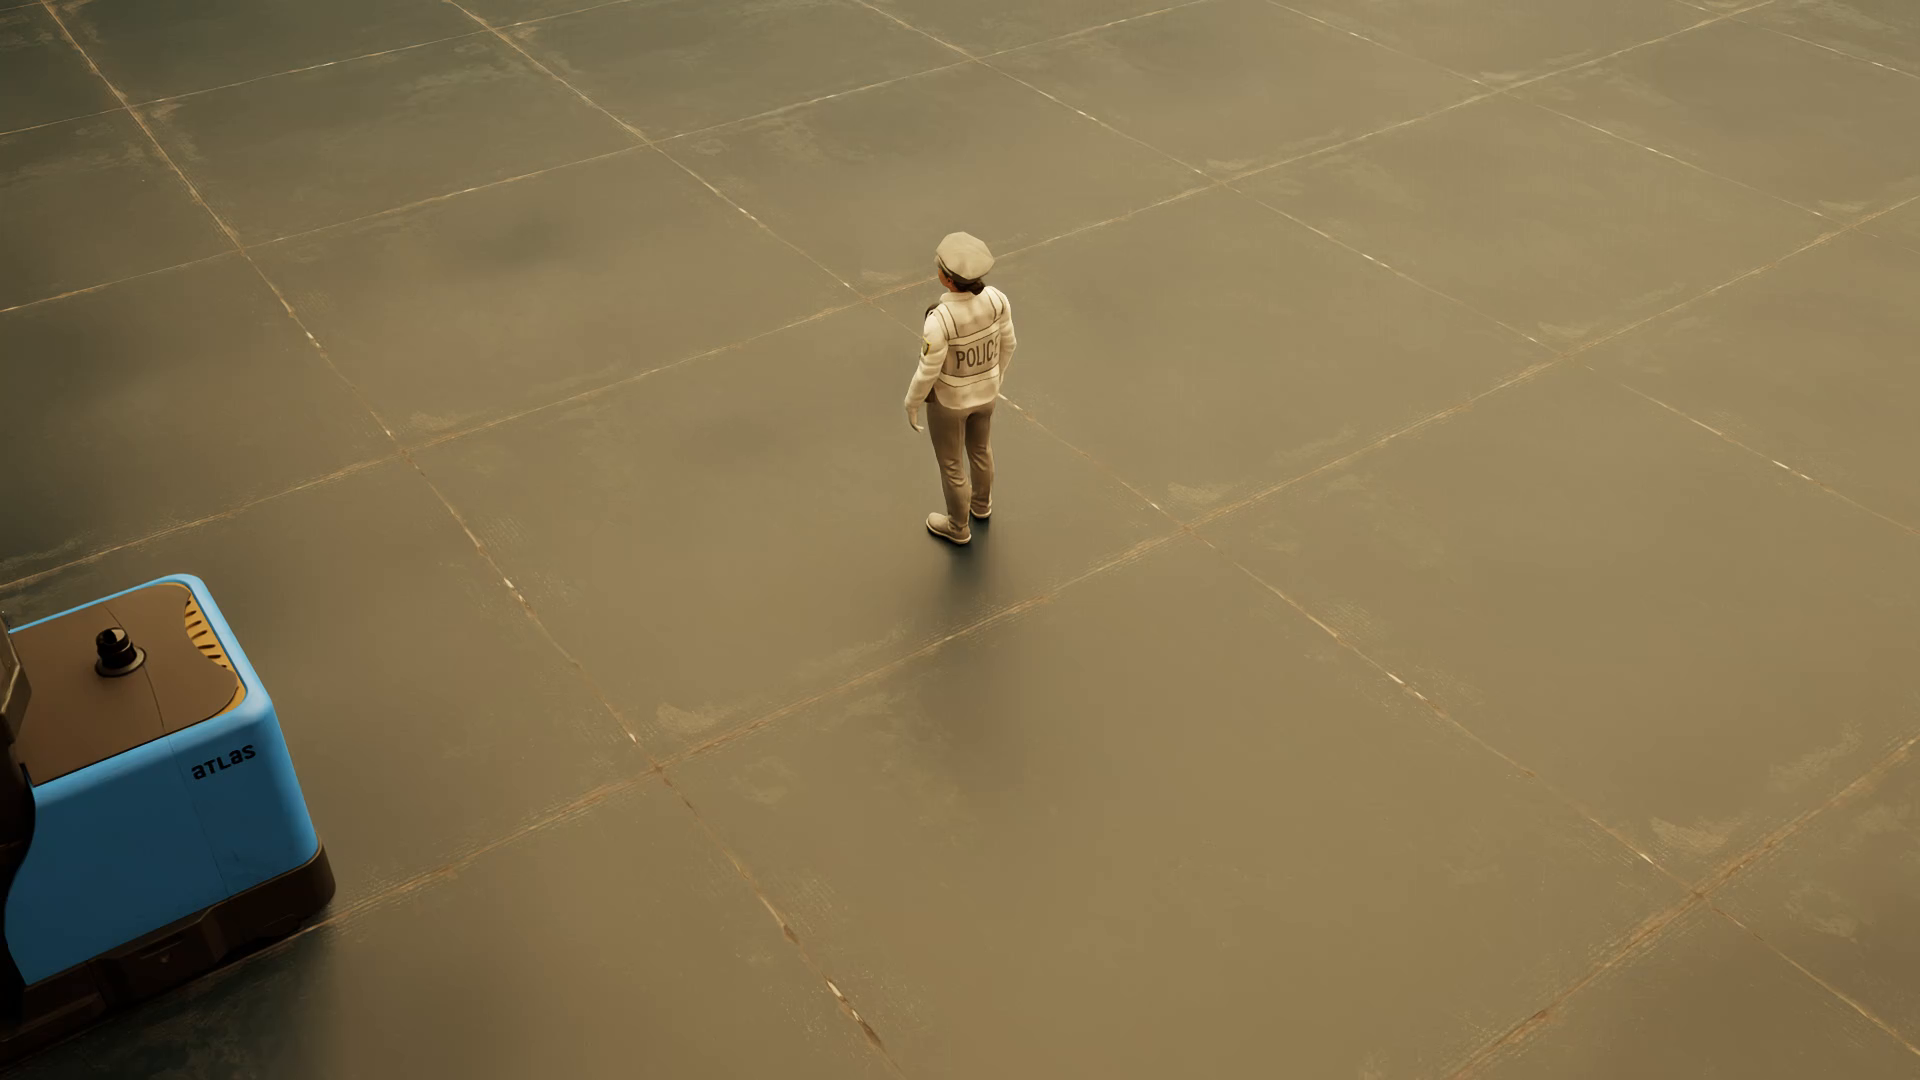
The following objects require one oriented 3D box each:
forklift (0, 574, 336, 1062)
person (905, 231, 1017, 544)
[{"bbox_3d":[-3.913,0.536,5.220,3.031,2.935,1.130,-23,42,-28],"label":"forklift"},{"bbox_3d":[-0.034,-0.723,7.950,0.588,1.695,0.531,-23,42,-28],"label":"person"}]
